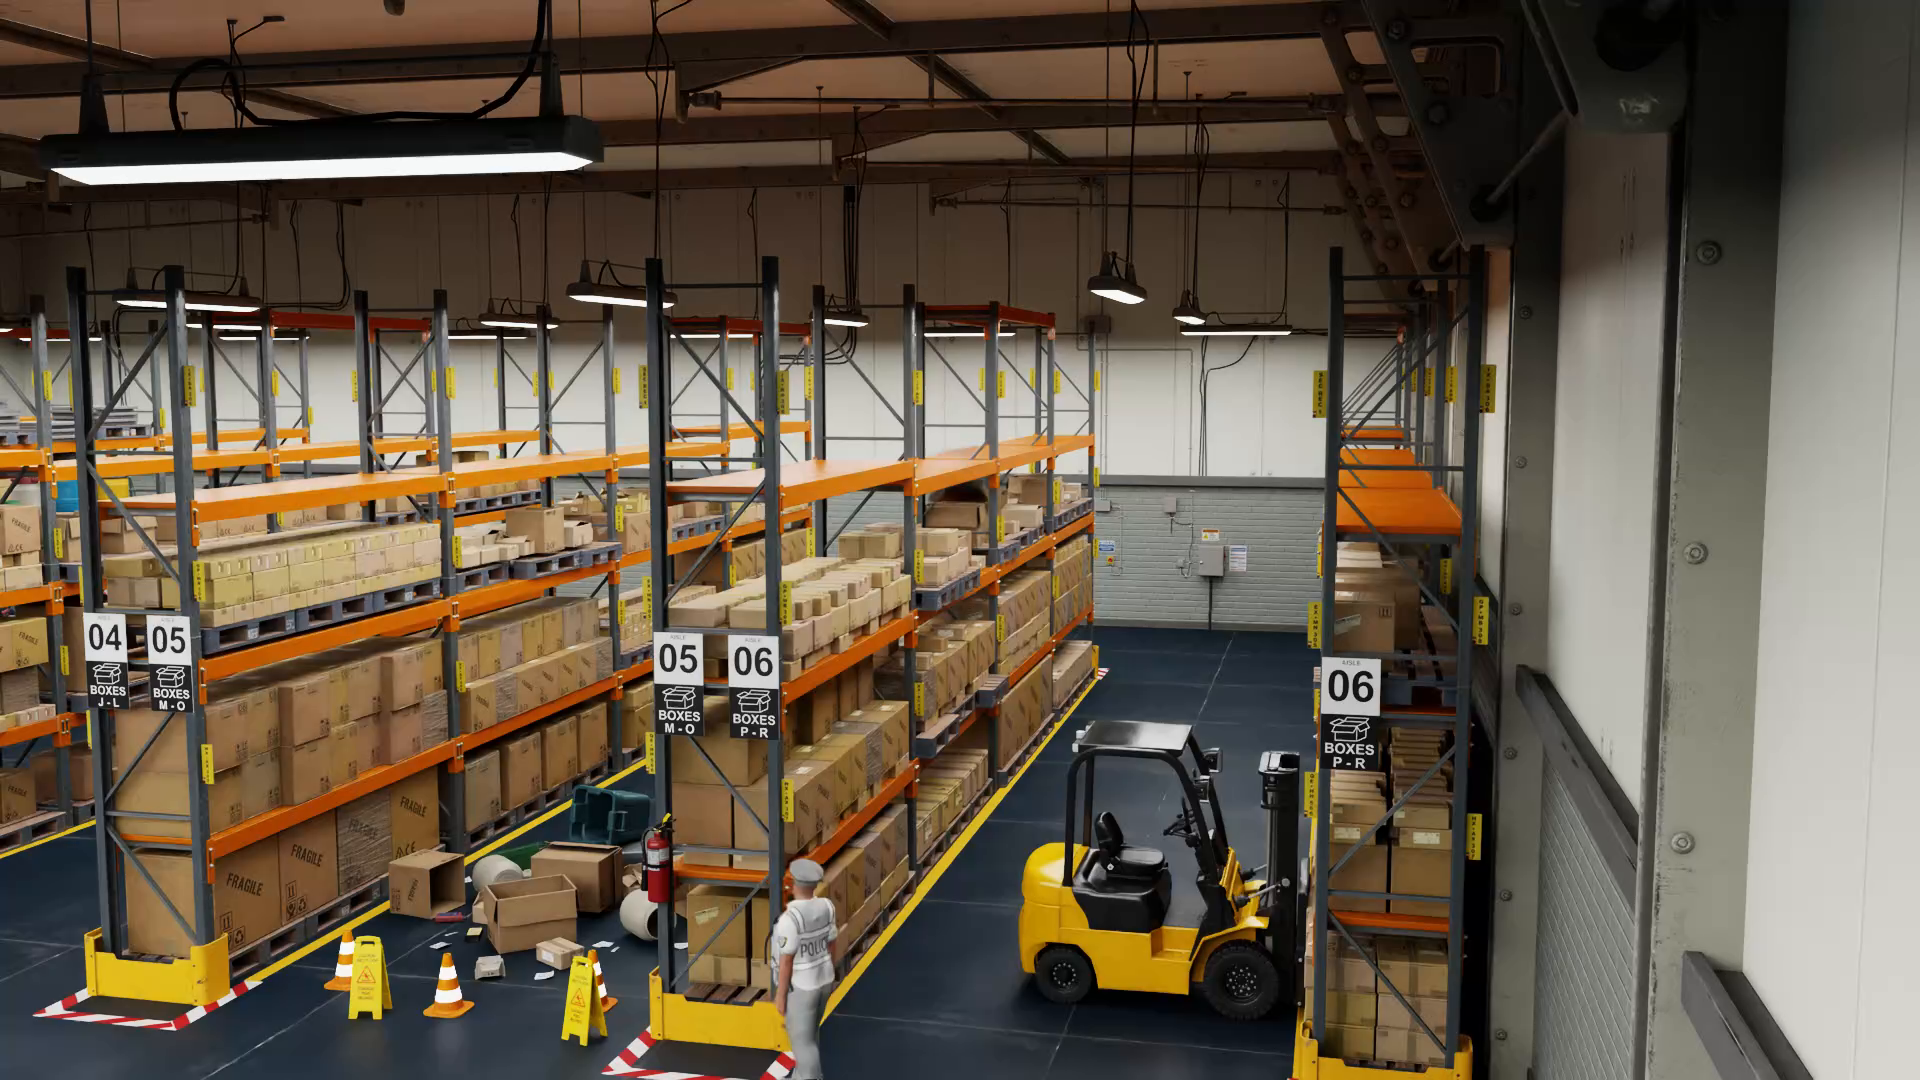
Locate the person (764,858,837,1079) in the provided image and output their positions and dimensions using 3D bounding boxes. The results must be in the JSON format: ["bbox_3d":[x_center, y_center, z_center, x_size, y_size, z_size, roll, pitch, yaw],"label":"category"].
[{"bbox_3d":[-1.177,3.111,11.664,0.569,1.787,0.542,3,6,25],"label":"person"}]
